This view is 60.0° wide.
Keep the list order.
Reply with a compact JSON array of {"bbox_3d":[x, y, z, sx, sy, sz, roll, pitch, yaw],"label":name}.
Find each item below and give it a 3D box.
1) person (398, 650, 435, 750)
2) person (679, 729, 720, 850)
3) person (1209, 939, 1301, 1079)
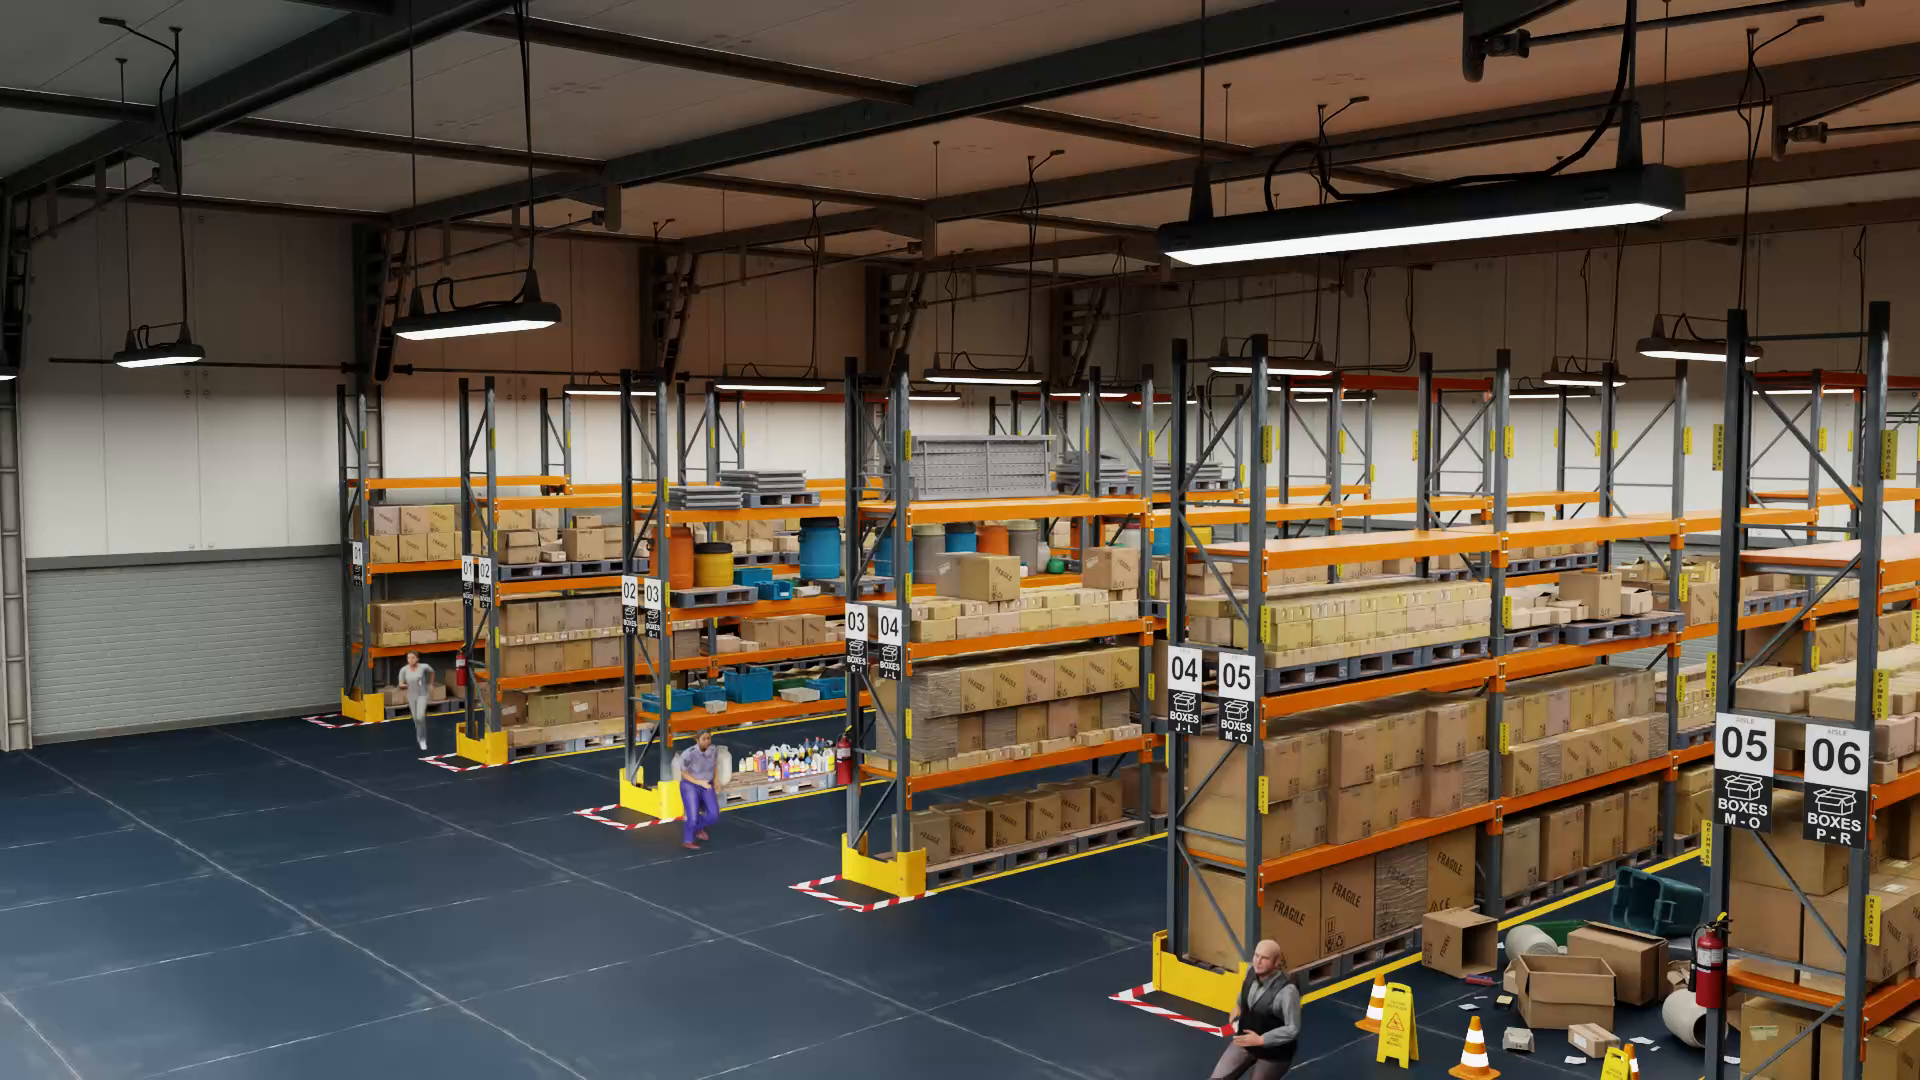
[{"bbox_3d":[-8.821,2.571,27.048,0.497,1.615,0.929,0,4,0],"label":"person"},{"bbox_3d":[-3.220,3.060,20.479,0.584,1.541,0.723,-3,5,-38],"label":"person"},{"bbox_3d":[2.077,3.593,11.725,0.818,1.633,0.696,4,5,44],"label":"person"}]
